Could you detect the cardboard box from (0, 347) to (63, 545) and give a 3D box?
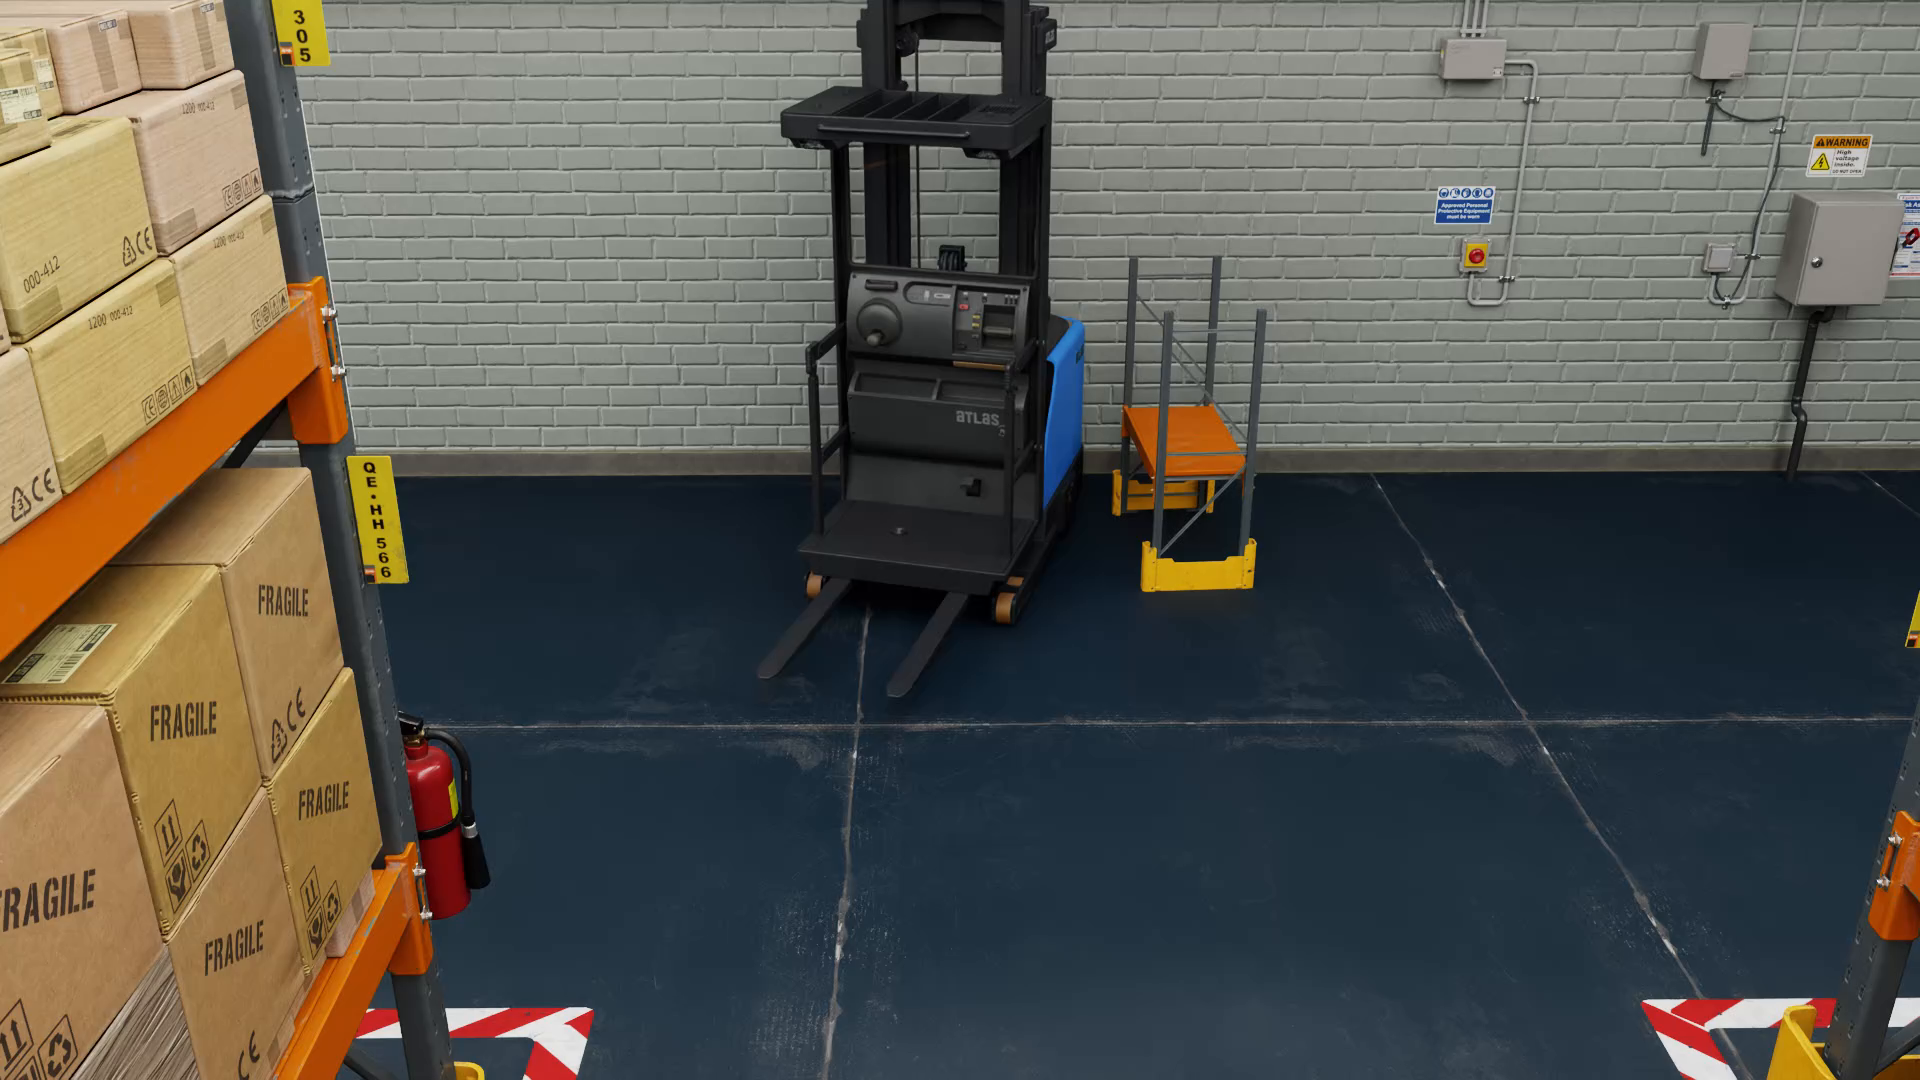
[{"bbox_3d":[-1.653,-0.077,2.322,0.500,0.250,0.500,1,24,2],"label":"cardboard box"}]

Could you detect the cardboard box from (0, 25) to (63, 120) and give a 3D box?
[{"bbox_3d":[-1.721,-0.744,2.706,0.380,0.149,0.250,-1,24,-2],"label":"cardboard box"}]

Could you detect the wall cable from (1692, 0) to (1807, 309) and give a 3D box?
[{"bbox_3d":[4.355,-2.241,9.332,0.588,1.984,0.122,0,24,-1],"label":"wall cable"}]

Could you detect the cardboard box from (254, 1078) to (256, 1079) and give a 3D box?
[{"bbox_3d":[-1.632,1.179,3.308,0.380,0.149,0.250,0,24,1],"label":"cardboard box"}]

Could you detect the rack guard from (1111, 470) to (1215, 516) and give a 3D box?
[{"bbox_3d":[1.168,-0.279,9.564,0.587,0.250,0.087,-2,24,-4],"label":"rack guard"}]

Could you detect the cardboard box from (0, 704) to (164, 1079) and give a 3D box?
[{"bbox_3d":[-1.653,0.594,2.600,0.500,0.500,0.500,1,24,2],"label":"cardboard box"}]

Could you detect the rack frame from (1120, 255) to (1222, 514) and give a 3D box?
[{"bbox_3d":[1.168,-0.849,9.308,0.500,1.500,0.032,-2,24,-4],"label":"rack frame"}]

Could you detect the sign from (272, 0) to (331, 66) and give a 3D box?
[{"bbox_3d":[-1.372,-1.144,3.425,0.100,0.325,0.005,0,24,-1],"label":"sign"}]

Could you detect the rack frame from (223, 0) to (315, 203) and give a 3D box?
[{"bbox_3d":[-1.927,-2.113,3.002,1.000,3.000,0.127,0,24,-1],"label":"rack frame"}]

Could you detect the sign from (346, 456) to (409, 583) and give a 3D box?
[{"bbox_3d":[-1.372,-0.045,3.922,0.100,0.325,0.005,0,24,-1],"label":"sign"}]

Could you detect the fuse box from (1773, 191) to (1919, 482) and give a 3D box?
[{"bbox_3d":[5.039,-1.129,9.670,0.539,1.711,0.414,0,24,-1],"label":"fuse box"}]

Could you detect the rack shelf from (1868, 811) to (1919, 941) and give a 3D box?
[{"bbox_3d":[3.043,1.709,2.705,1.077,0.370,4.000,0,24,-1],"label":"rack shelf"}]

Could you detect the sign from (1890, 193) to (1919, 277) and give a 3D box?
[{"bbox_3d":[5.531,-1.760,9.618,0.329,0.494,0.001,0,24,-1],"label":"sign"}]

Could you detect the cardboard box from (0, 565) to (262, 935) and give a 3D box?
[{"bbox_3d":[-1.668,0.380,3.074,0.500,0.500,0.500,-1,24,-2],"label":"cardboard box"}]

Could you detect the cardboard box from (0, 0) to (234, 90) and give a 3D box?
[{"bbox_3d":[-1.630,-0.952,3.166,0.380,0.149,0.250,0,24,-1],"label":"cardboard box"}]

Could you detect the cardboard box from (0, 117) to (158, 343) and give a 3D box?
[{"bbox_3d":[-1.661,-0.506,2.665,0.500,0.250,0.500,-1,24,-2],"label":"cardboard box"}]

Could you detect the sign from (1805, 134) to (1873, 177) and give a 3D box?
[{"bbox_3d":[4.981,-2.177,9.422,0.339,0.242,0.001,0,24,-1],"label":"sign"}]

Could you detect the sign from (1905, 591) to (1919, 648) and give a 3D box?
[{"bbox_3d":[2.467,0.126,4.184,0.100,0.325,0.005,0,24,-1],"label":"sign"}]

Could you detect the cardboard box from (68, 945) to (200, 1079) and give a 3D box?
[{"bbox_3d":[-1.649,1.045,2.818,0.500,0.500,0.500,0,24,0],"label":"cardboard box"}]

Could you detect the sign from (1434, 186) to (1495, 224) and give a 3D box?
[{"bbox_3d":[2.888,-1.915,9.516,0.327,0.218,0.001,0,24,-1],"label":"sign"}]

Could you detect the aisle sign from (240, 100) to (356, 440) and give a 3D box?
[{"bbox_3d":[-1.628,-0.595,3.772,0.394,0.787,0.004,0,24,-1],"label":"aisle sign"}]

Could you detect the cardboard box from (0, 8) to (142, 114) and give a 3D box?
[{"bbox_3d":[-1.703,-0.850,2.940,0.380,0.149,0.250,0,24,0],"label":"cardboard box"}]

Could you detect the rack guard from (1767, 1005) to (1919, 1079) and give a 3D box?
[{"bbox_3d":[3.021,1.686,4.916,1.175,0.500,0.348,0,24,-1],"label":"rack guard"}]

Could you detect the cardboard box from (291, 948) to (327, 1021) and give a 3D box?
[{"bbox_3d":[-1.676,0.971,3.769,0.380,0.149,0.250,0,24,-1],"label":"cardboard box"}]

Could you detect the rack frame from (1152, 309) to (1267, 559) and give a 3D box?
[{"bbox_3d":[1.241,-0.431,8.384,0.500,1.500,0.032,-2,24,-4],"label":"rack frame"}]

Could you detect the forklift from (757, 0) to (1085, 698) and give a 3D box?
[{"bbox_3d":[-0.169,-1.088,8.100,1.130,2.935,3.031,7,25,14],"label":"forklift"}]

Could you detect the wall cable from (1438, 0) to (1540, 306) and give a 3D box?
[{"bbox_3d":[2.937,-2.244,9.301,0.585,1.953,0.123,0,24,-1],"label":"wall cable"}]

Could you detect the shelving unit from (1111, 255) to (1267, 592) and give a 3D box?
[{"bbox_3d":[1.204,-0.644,8.854,0.587,1.500,1.083,-2,24,-4],"label":"shelving unit"}]

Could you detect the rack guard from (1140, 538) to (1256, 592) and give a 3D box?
[{"bbox_3d":[1.240,0.130,8.659,0.587,0.250,0.087,-2,24,-4],"label":"rack guard"}]

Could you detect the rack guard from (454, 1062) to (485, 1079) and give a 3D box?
[{"bbox_3d":[-1.926,1.791,4.684,1.175,0.500,0.348,0,24,-1],"label":"rack guard"}]

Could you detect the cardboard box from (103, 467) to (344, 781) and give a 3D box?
[{"bbox_3d":[-1.673,0.171,3.536,0.500,0.500,0.500,-1,24,-2],"label":"cardboard box"}]

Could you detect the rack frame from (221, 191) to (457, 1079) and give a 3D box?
[{"bbox_3d":[-1.927,0.621,4.238,1.000,3.000,0.127,0,24,-1],"label":"rack frame"}]

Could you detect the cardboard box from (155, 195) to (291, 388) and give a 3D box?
[{"bbox_3d":[-1.657,-0.492,3.239,0.500,0.250,0.500,-1,24,-2],"label":"cardboard box"}]

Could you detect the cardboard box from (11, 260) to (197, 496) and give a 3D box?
[{"bbox_3d":[-1.645,-0.281,2.774,0.500,0.250,0.500,0,24,0],"label":"cardboard box"}]

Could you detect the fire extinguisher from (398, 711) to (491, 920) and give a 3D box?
[{"bbox_3d":[-1.468,0.720,4.565,0.296,0.674,0.183,0,24,-1],"label":"fire extinguisher"}]

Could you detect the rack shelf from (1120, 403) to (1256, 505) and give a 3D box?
[{"bbox_3d":[1.204,-0.476,8.920,0.538,0.185,1.000,-2,24,-4],"label":"rack shelf"}]

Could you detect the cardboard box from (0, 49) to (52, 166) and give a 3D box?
[{"bbox_3d":[-1.610,-0.635,2.467,0.380,0.149,0.250,0,24,0],"label":"cardboard box"}]

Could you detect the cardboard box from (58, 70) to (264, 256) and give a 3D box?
[{"bbox_3d":[-1.668,-0.717,3.131,0.500,0.250,0.500,-1,24,-2],"label":"cardboard box"}]

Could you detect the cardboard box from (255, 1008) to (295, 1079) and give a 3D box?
[{"bbox_3d":[-1.658,1.074,3.540,0.380,0.149,0.250,0,24,-1],"label":"cardboard box"}]

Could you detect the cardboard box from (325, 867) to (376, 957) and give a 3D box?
[{"bbox_3d":[-1.641,0.868,3.996,0.380,0.149,0.250,0,24,0],"label":"cardboard box"}]

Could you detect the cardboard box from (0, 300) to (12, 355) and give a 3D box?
[{"bbox_3d":[-1.658,-0.295,2.198,0.500,0.250,0.500,0,24,0],"label":"cardboard box"}]

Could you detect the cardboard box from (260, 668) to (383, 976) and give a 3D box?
[{"bbox_3d":[-1.665,0.623,3.749,0.500,0.500,0.500,0,24,1],"label":"cardboard box"}]

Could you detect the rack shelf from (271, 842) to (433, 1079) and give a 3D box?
[{"bbox_3d":[-1.905,1.772,2.564,1.077,0.370,4.000,0,24,-1],"label":"rack shelf"}]

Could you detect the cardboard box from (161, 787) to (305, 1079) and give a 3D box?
[{"bbox_3d":[-1.664,0.836,3.280,0.500,0.500,0.500,-1,24,-1],"label":"cardboard box"}]

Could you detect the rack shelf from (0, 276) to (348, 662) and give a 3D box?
[{"bbox_3d":[-1.905,0.406,1.946,1.077,0.370,4.000,0,24,-1],"label":"rack shelf"}]
